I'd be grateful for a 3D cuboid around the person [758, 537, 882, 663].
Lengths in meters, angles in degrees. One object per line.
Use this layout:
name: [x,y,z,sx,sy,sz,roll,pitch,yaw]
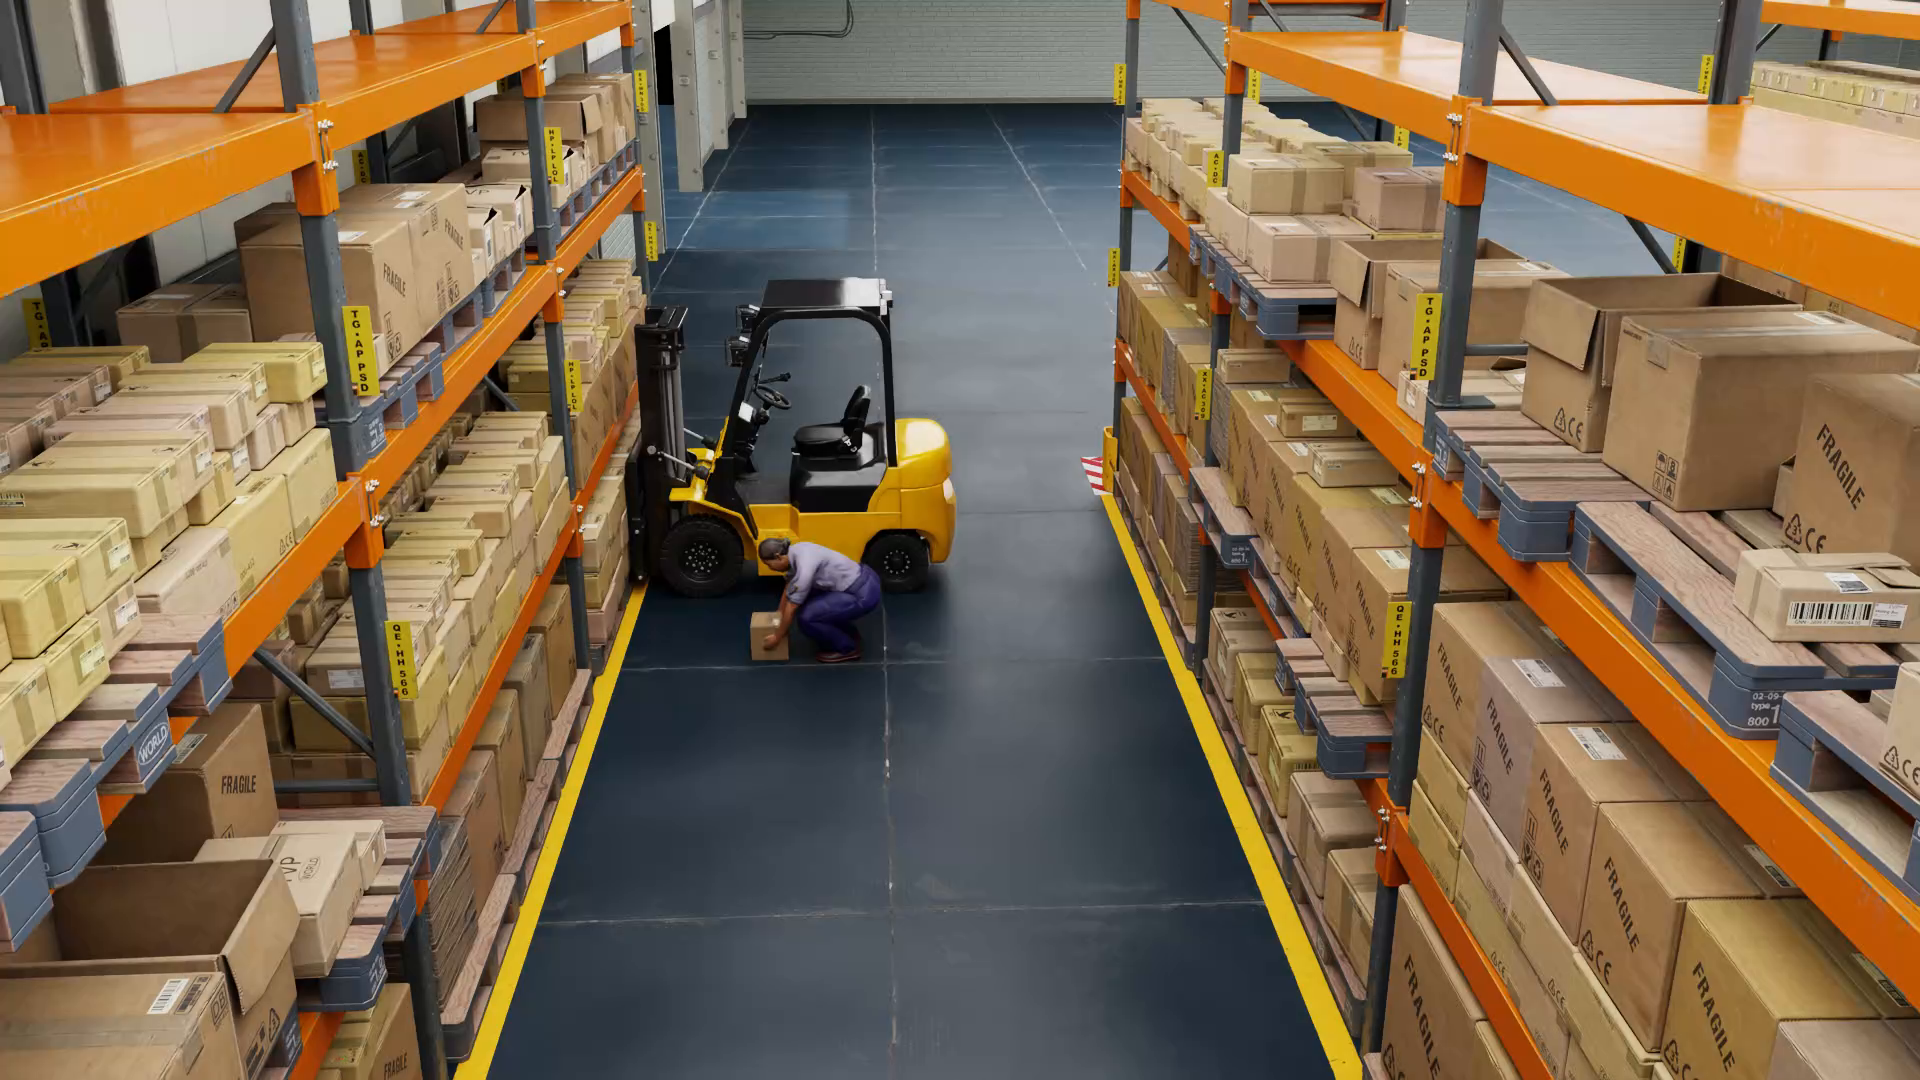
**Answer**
person: [-0.944,0.367,11.241,0.828,0.869,0.524,-1,21,-3]
